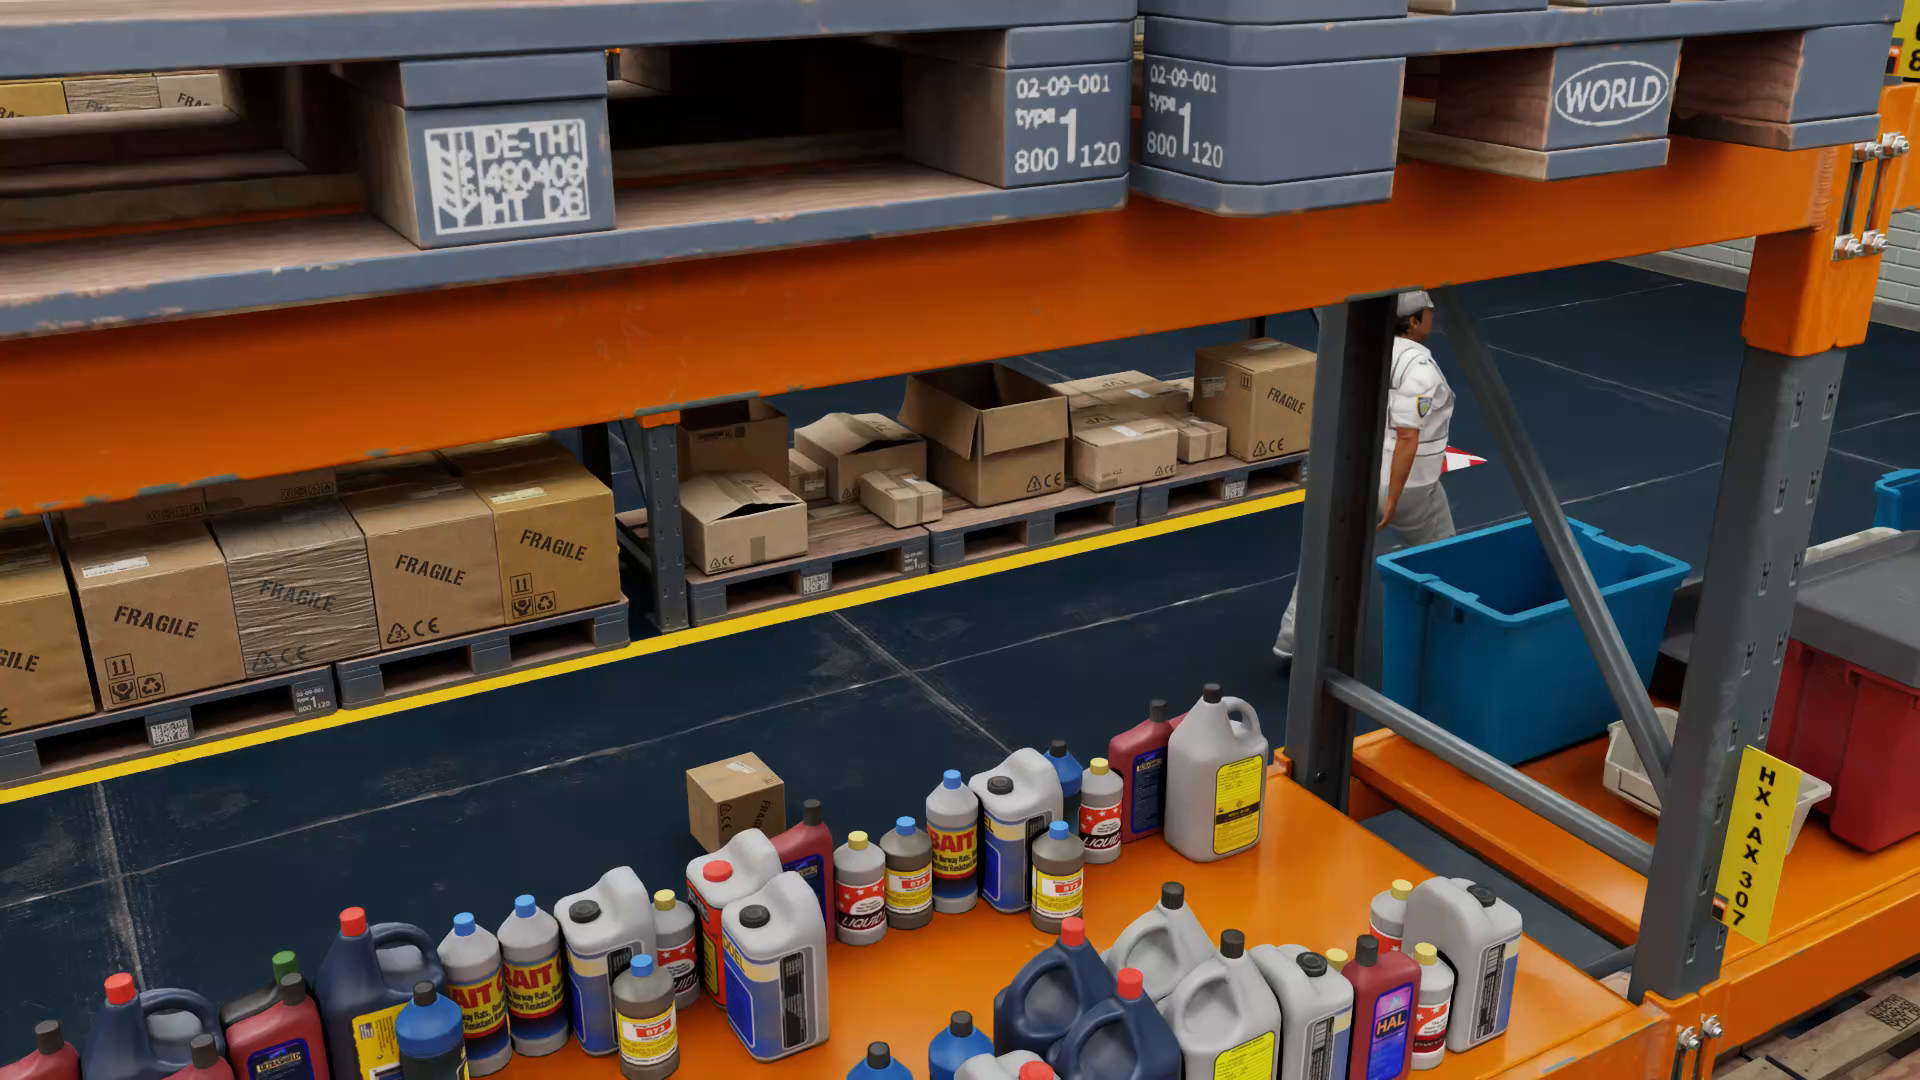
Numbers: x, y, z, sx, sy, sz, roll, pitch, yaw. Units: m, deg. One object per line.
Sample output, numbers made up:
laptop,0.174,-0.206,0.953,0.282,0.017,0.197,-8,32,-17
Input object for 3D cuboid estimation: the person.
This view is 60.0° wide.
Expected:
person,1.787,-0.287,6.774,1.017,1.599,0.486,-12,25,-27
